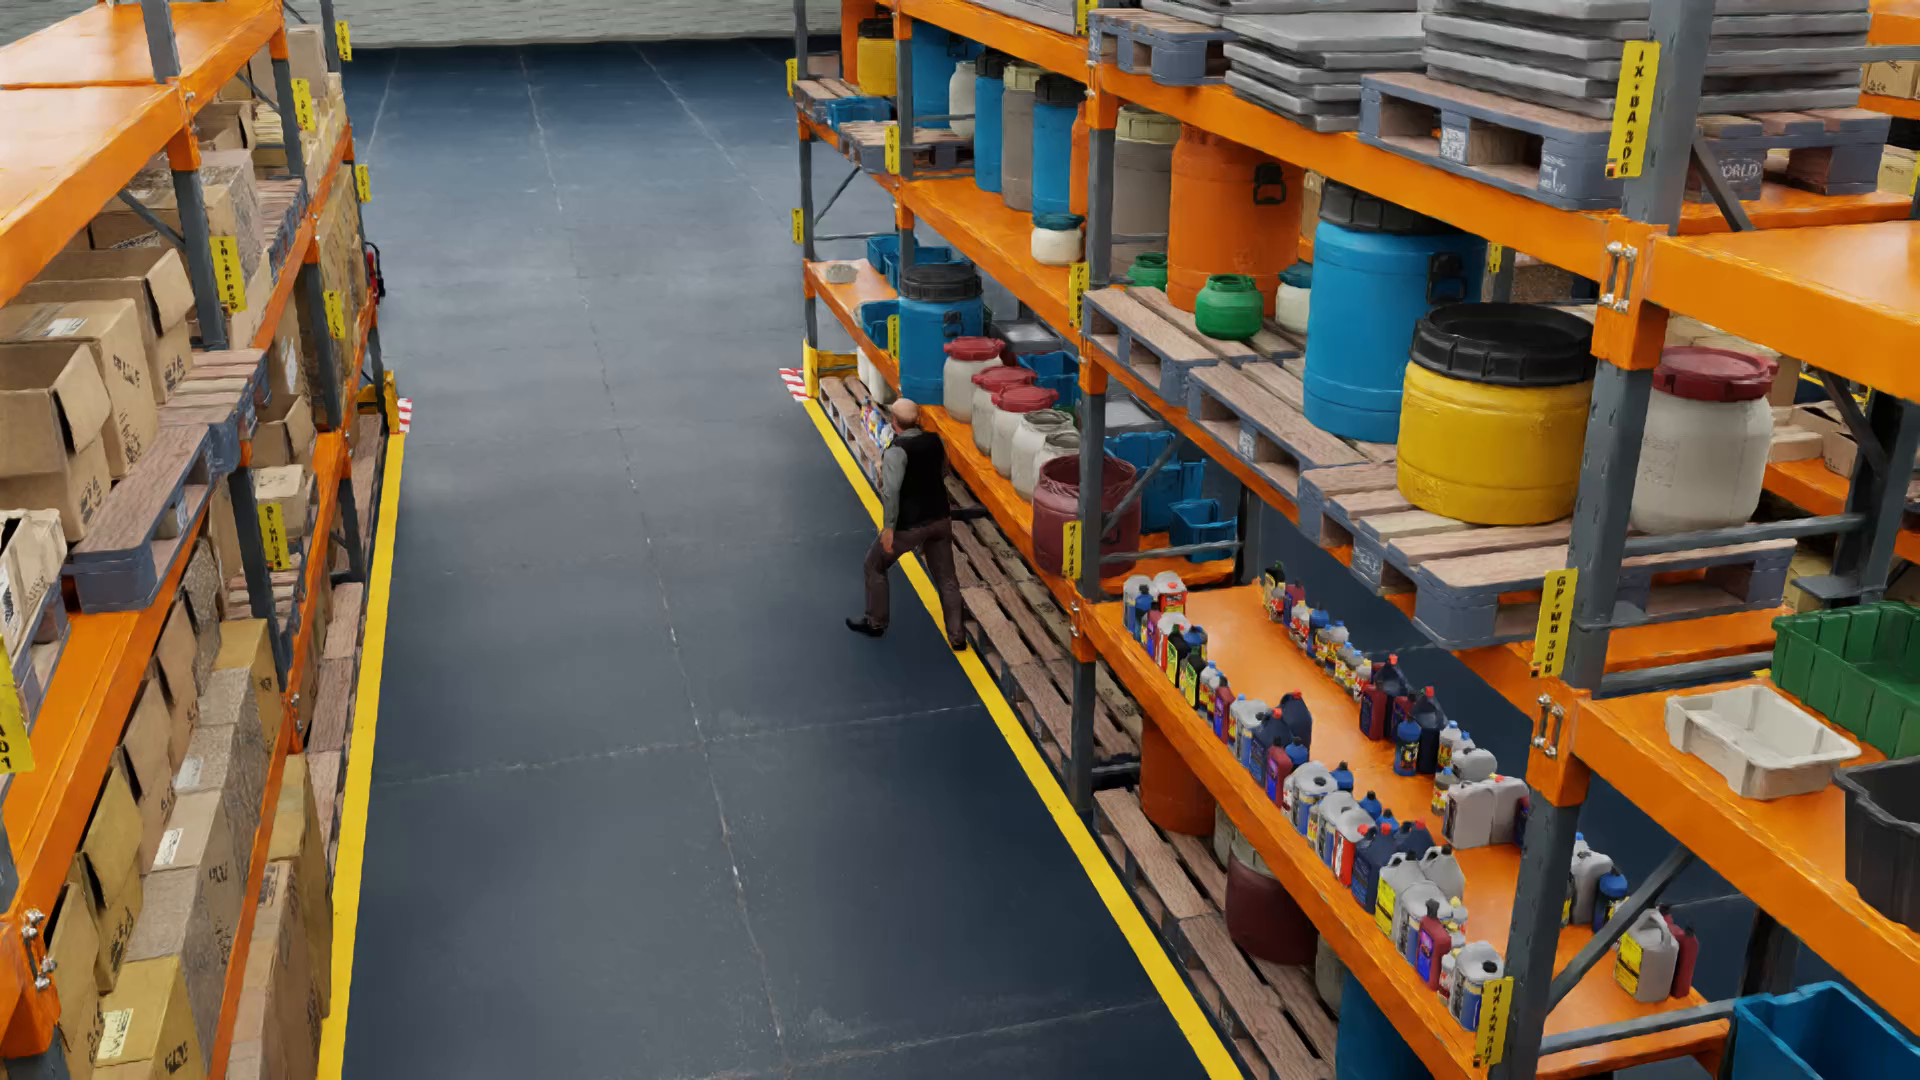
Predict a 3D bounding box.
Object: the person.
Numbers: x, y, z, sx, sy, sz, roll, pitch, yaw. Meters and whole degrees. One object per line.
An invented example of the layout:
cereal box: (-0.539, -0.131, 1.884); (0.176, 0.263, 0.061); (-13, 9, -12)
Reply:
person: (-0.306, -0.113, 10.997); (0.668, 1.668, 0.779); (-16, 27, -33)
